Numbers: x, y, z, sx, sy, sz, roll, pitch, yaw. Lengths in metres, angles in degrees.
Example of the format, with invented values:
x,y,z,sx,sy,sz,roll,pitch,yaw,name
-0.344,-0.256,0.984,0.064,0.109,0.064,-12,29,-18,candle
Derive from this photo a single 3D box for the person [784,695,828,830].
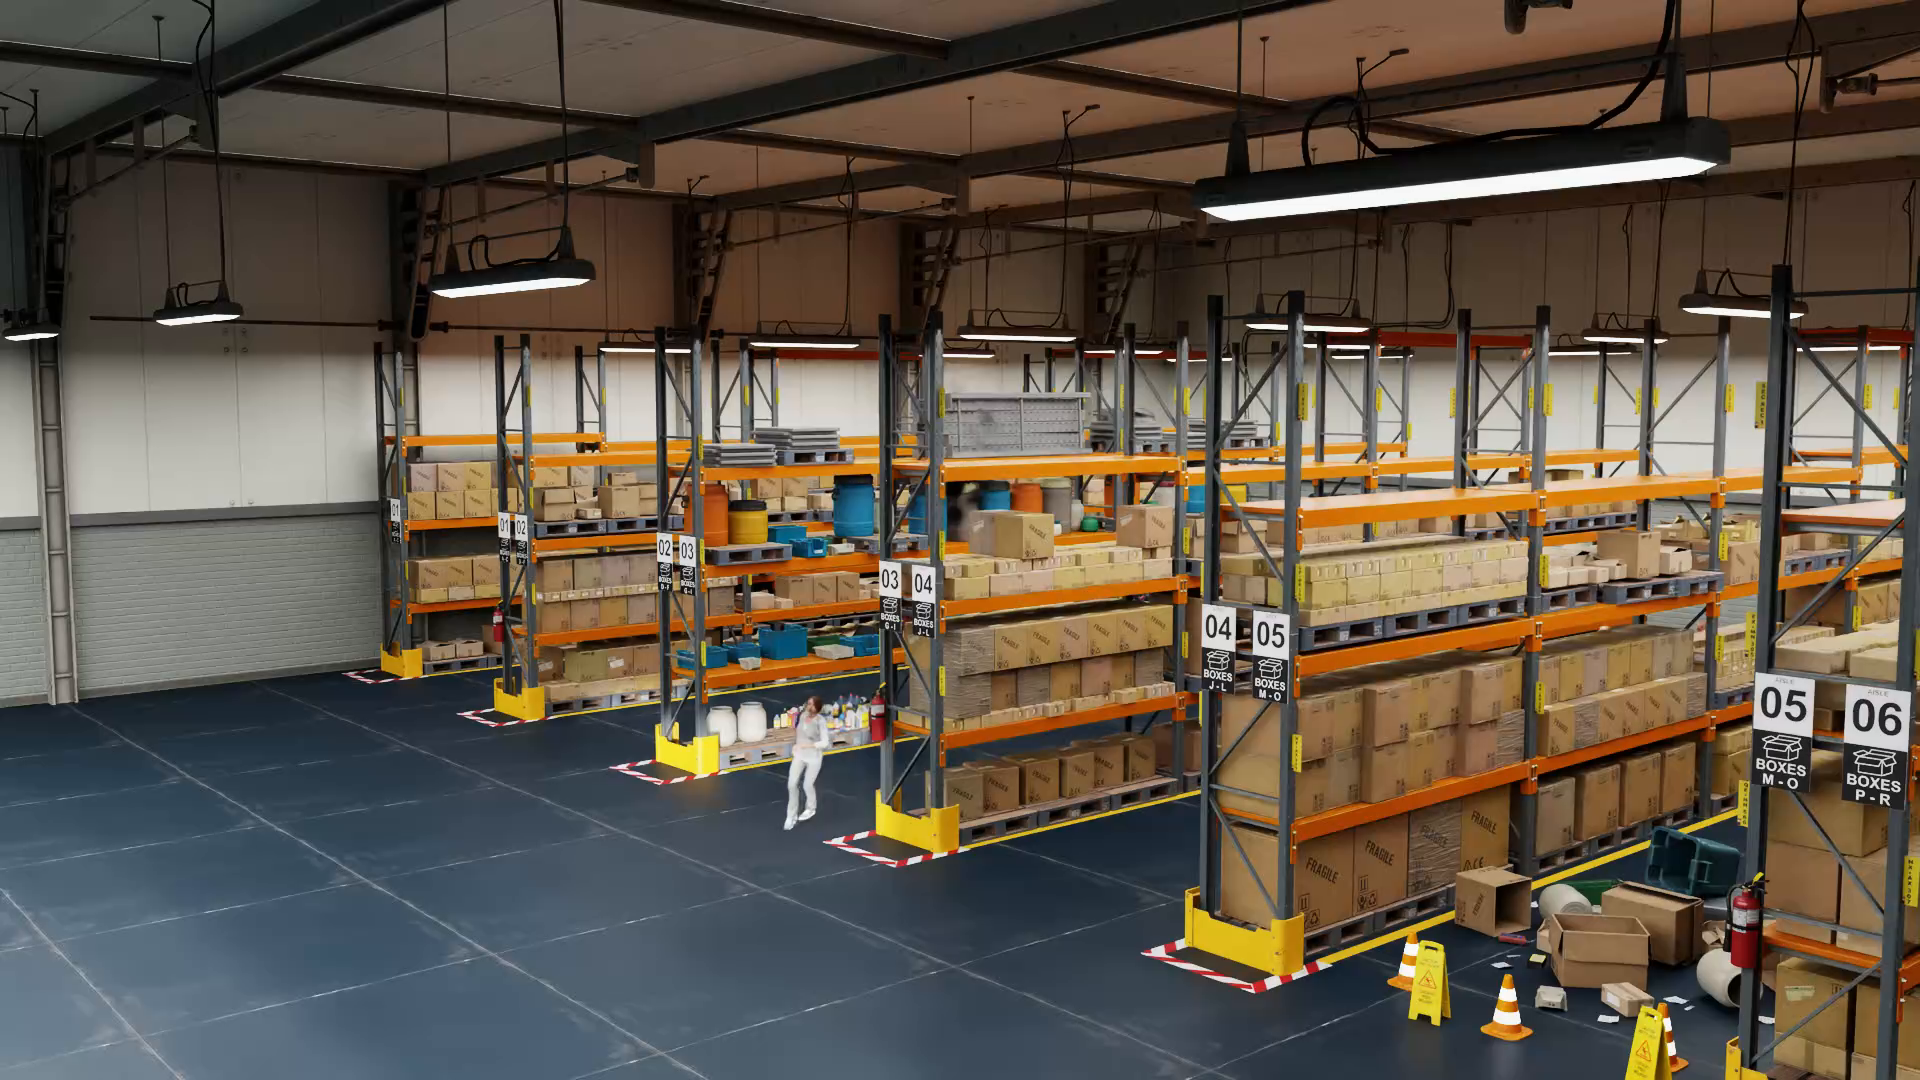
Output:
x,y,z,sx,sy,sz,roll,pitch,yaw,name
-1.759,2.607,19.581,0.528,1.614,0.639,2,6,20,person

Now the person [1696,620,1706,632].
x,y,z,sx,sy,sz,roll,pitch,yaw,name
10.991,2.071,24.678,0.777,1.784,0.608,-4,6,-35,person

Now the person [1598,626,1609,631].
x,y,z,sx,sy,sz,roll,pitch,yaw,name
9.234,2.119,23.963,0.677,1.785,1.214,5,7,44,person
